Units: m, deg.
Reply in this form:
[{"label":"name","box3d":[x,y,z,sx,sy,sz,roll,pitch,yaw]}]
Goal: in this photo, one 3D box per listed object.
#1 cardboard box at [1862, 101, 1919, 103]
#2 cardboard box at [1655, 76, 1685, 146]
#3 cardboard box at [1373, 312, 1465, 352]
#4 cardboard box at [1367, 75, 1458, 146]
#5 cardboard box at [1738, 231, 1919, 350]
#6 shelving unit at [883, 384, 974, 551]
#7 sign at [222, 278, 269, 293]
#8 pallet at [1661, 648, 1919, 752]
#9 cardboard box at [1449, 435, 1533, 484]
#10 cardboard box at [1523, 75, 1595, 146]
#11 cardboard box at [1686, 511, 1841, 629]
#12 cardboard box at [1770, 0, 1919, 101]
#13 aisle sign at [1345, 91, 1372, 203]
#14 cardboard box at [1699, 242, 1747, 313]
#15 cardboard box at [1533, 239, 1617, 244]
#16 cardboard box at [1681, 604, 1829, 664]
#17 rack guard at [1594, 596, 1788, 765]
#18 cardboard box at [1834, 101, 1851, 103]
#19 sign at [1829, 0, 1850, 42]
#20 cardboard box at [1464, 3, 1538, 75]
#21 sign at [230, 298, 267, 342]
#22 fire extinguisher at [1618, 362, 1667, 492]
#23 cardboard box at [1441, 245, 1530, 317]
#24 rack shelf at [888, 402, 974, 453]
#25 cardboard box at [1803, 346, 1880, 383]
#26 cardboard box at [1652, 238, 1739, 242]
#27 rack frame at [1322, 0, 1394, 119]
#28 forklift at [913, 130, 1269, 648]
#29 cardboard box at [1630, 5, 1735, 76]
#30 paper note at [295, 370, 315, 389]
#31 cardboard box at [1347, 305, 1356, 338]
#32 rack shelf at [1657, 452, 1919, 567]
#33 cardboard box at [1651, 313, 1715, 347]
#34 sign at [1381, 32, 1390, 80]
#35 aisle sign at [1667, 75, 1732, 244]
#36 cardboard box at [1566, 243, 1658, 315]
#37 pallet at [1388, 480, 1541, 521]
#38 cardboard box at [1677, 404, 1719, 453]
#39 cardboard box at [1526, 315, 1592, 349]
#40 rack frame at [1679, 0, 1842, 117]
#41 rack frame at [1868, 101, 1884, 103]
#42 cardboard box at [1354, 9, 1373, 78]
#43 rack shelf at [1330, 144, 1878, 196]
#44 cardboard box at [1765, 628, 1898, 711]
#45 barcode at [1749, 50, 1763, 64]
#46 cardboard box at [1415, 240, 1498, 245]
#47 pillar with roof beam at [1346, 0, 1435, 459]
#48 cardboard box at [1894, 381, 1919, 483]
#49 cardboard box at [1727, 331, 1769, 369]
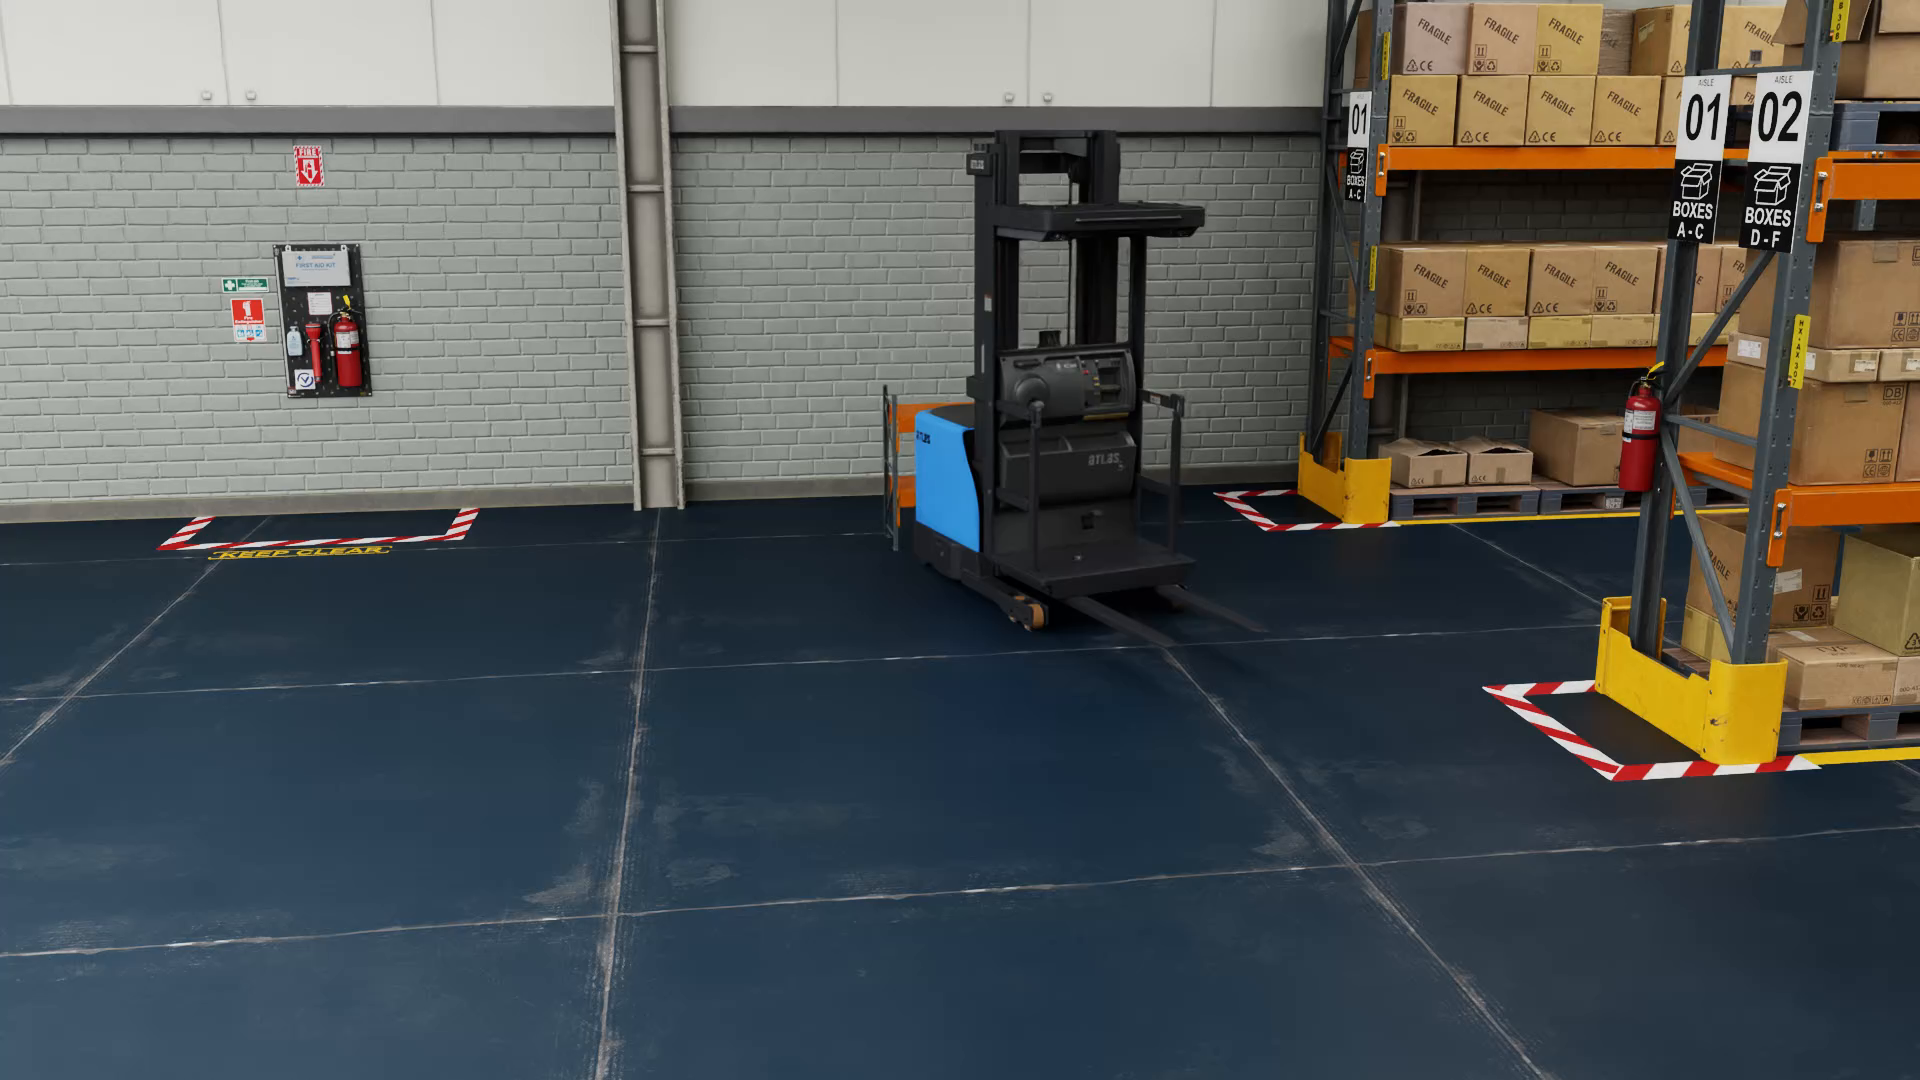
[{"label":"cardboard box","box3d":[7.473,-3.569,13.052,0.500,0.500,0.500,0,14,0]},{"label":"cardboard box","box3d":[5.414,-3.252,12.611,0.500,0.500,0.500,-3,14,-11]},{"label":"cardboard box","box3d":[3.495,-1.595,12.681,0.500,0.250,0.500,-3,14,-10]},{"label":"cardboard box","box3d":[3.333,-3.182,12.329,0.500,0.500,0.500,-2,14,-7]},{"label":"cardboard box","box3d":[4.223,-1.219,8.042,0.500,0.500,0.700,-2,14,-8]},{"label":"shelving unit","box3d":[-0.004,-0.552,12.109,1.048,1.125,0.538,-3,14,-10]},{"label":"sign","box3d":[-5.410,-1.929,12.585,0.331,0.109,0.001,-2,14,-8]},{"label":"pallet","box3d":[4.457,0.790,8.639,1.213,0.211,1.003,-2,14,-8]},{"label":"cardboard box","box3d":[4.227,-0.650,13.269,0.500,0.311,0.500,-1,14,-4]},{"label":"cardboard box","box3d":[4.383,-3.212,12.451,0.500,0.500,0.500,-1,14,-6]},{"label":"cardboard box","box3d":[4.193,0.150,8.704,0.500,0.500,0.500,-2,14,-8]},{"label":"cardboard box","box3d":[4.276,-2.321,7.782,0.637,0.503,0.797,-1,14,-4]},{"label":"aisle sign","box3d":[2.939,-2.903,12.285,0.004,0.787,0.394,-2,14,-8]},{"label":"cardboard box","box3d":[6.007,-2.051,12.960,0.500,0.500,0.500,-2,14,-9]},{"label":"cardboard box","box3d":[4.908,-2.139,13.311,0.500,0.500,0.500,-2,14,-8]},{"label":"cardboard box","box3d":[4.193,0.514,8.793,0.500,0.250,0.500,-2,14,-8]},{"label":"rack guard","box3d":[3.683,0.688,8.450,0.348,0.500,1.175,-2,14,-8]},{"label":"cardboard box","box3d":[6.456,-3.297,12.788,0.500,0.500,0.500,-2,14,-7]},{"label":"sign","box3d":[3.784,-2.309,7.135,0.005,0.325,0.100,-2,14,-8]},{"label":"cardboard box","box3d":[3.886,-3.676,12.245,0.500,0.500,0.500,-2,14,-9]},{"label":"sign","box3d":[-5.416,-1.674,12.658,0.234,0.329,0.001,-2,14,-8]},{"label":"fire extinguisher","box3d":[3.521,-0.595,8.587,0.183,0.674,0.296,-2,14,-8]},{"label":"cardboard box","box3d":[3.973,-1.978,12.667,0.500,0.500,0.500,-2,14,-8]},{"label":"rack shelf","box3d":[-0.004,-0.835,12.038,1.000,0.278,0.538,-3,14,-10]},{"label":"cardboard box","box3d":[4.127,-0.851,7.908,0.250,0.149,0.380,-2,14,-9]},{"label":"cardboard box","box3d":[5.913,-2.177,13.464,0.500,0.500,0.500,-2,14,-9]},{"label":"rack frame","box3d":[2.965,-4.626,12.170,0.127,3.000,1.000,-2,14,-8]},{"label":"forklift","box3d":[0.769,-0.995,10.165,1.130,2.935,3.031,-7,16,-25]},{"label":"cardboard box","box3d":[5.411,-3.732,12.469,0.500,0.500,0.500,-3,14,-10]},{"label":"paper note","box3d":[-5.039,-1.235,12.791,0.142,0.148,0.016,-2,14,-8]},{"label":"cardboard box","box3d":[3.399,-1.717,13.169,0.500,0.250,0.500,-2,14,-7]},{"label":"rack shelf","box3d":[5.685,-0.249,8.525,4.000,0.370,1.077,-2,14,-8]},{"label":"cardboard box","box3d":[5.509,-1.670,12.983,0.500,0.250,0.500,-2,14,-9]},{"label":"sign","box3d":[3.046,-3.465,11.908,0.005,0.325,0.100,-2,14,-8]},{"label":"aisle sign","box3d":[3.598,-1.854,8.105,0.004,0.787,0.394,-2,14,-8]},{"label":"cardboard box","box3d":[4.993,-2.016,12.821,0.500,0.500,0.500,-2,14,-7]},{"label":"pallet","box3d":[3.849,-0.388,13.333,1.213,0.211,1.003,-2,14,-8]},{"label":"cardboard box","box3d":[5.900,-0.815,13.540,0.500,0.500,0.500,-3,14,-13]},{"label":"cardboard box","box3d":[4.511,-1.634,12.838,0.500,0.250,0.500,-2,14,-9]},{"label":"rack frame","box3d":[3.707,-3.435,7.419,0.127,3.000,1.000,-2,14,-8]},{"label":"rack frame","box3d":[6.921,-4.771,12.748,0.127,3.000,1.000,-2,14,-8]},{"label":"cardboard box","box3d":[3.353,-3.793,12.712,0.500,0.500,0.500,-1,14,-6]},{"label":"rack shelf","box3d":[4.943,-2.895,12.911,4.000,0.370,1.077,-2,14,-8]},{"label":"cardboard box","box3d":[4.271,0.639,8.296,0.500,0.250,0.500,-2,14,-8]},{"label":"barcode","box3d":[3.934,-2.388,8.220,0.075,0.075,0.001,-2,14,-8]},{"label":"cardboard box","box3d":[3.899,-2.101,13.160,0.500,0.500,0.500,-2,14,-8]},{"label":"pillar with roof beam","box3d":[4.170,-3.824,8.972,0.400,9.000,9.100,-2,14,-8]},{"label":"cardboard box","box3d":[4.689,-0.608,8.272,0.500,0.500,0.700,-2,14,-7]},{"label":"cardboard box","box3d":[4.057,-0.948,8.296,0.250,0.149,0.380,-2,14,-9]}]
